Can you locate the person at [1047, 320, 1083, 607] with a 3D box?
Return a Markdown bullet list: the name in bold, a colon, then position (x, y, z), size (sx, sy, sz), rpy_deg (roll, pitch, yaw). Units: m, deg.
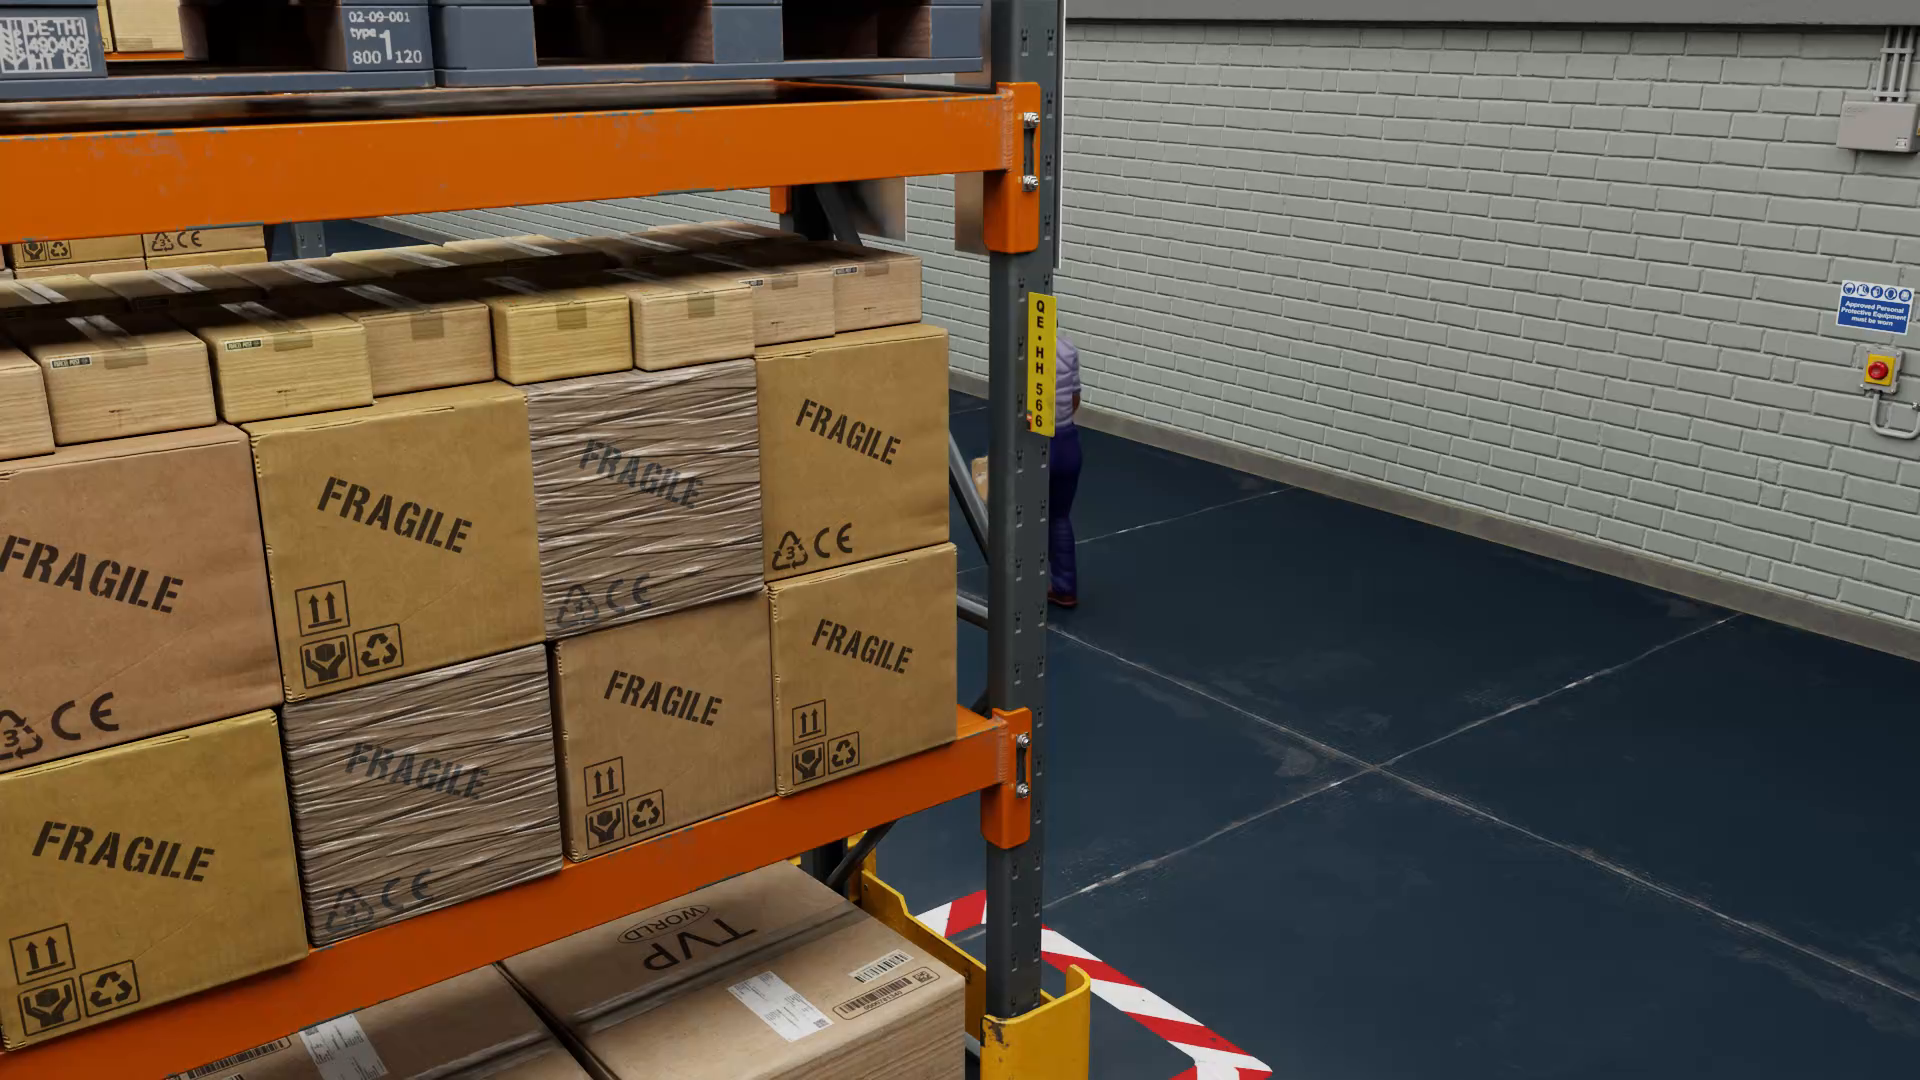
- **person**: position (0.398, -0.427, 8.387), size (0.519, 1.656, 0.372), rpy_deg (-14, 23, -37)
